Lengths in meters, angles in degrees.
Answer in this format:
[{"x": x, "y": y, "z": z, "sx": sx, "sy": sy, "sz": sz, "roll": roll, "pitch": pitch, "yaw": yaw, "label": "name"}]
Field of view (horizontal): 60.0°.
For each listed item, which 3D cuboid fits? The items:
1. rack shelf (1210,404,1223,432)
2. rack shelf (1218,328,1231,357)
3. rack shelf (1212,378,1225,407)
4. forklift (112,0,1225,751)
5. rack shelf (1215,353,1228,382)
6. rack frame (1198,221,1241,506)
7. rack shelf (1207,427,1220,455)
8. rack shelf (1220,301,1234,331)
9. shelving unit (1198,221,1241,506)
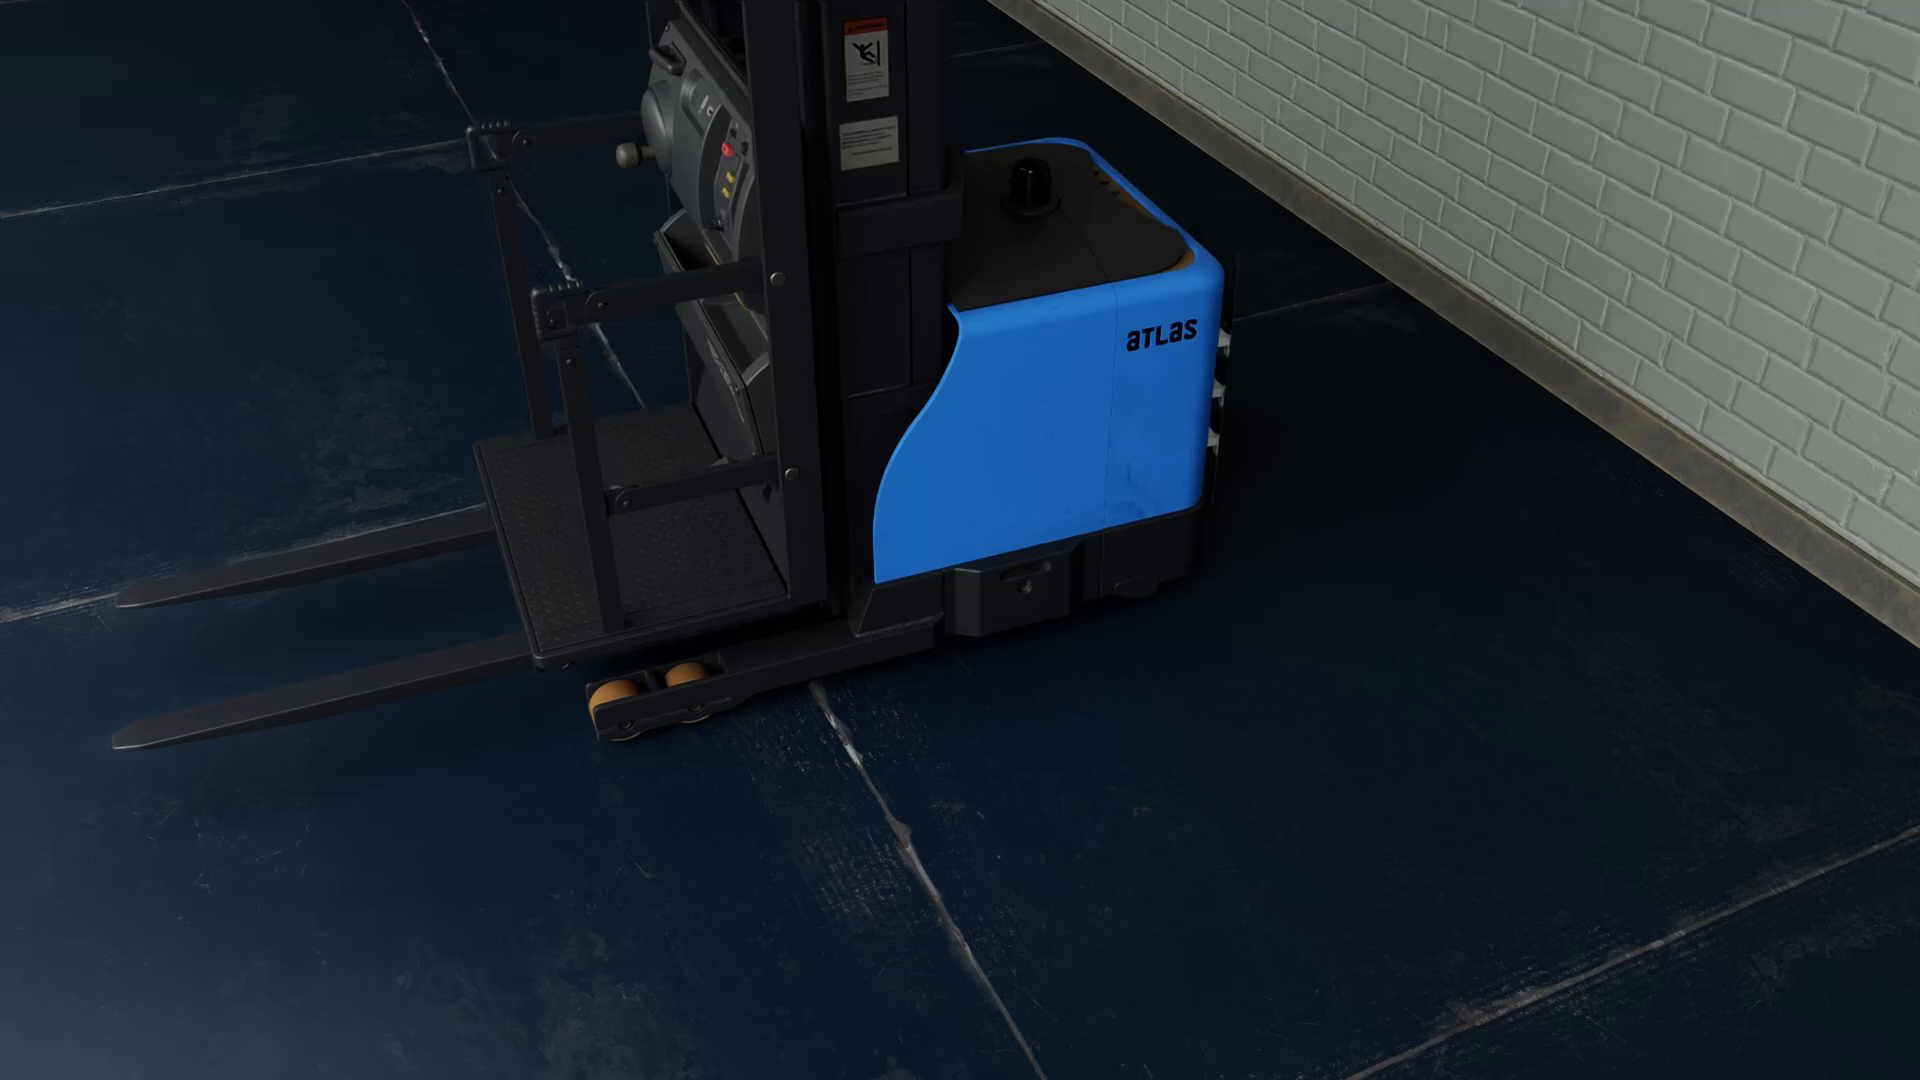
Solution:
[{"x": 0.680, "y": -0.419, "z": 5.266, "sx": 0.200, "sy": 0.077, "sz": 0.258, "roll": -13, "pitch": 39, "yaw": -17, "label": "rack shelf"}, {"x": 0.680, "y": -0.636, "z": 5.106, "sx": 0.200, "sy": 0.077, "sz": 0.258, "roll": -13, "pitch": 39, "yaw": -17, "label": "rack shelf"}, {"x": 0.680, "y": -0.491, "z": 5.213, "sx": 0.200, "sy": 0.077, "sz": 0.258, "roll": -13, "pitch": 39, "yaw": -17, "label": "rack shelf"}, {"x": -0.840, "y": -0.990, "z": 4.124, "sx": 3.031, "sy": 2.935, "sz": 1.130, "roll": -13, "pitch": 39, "yaw": -17, "label": "forklift"}, {"x": 0.680, "y": -0.563, "z": 5.159, "sx": 0.200, "sy": 0.077, "sz": 0.258, "roll": -13, "pitch": 39, "yaw": -17, "label": "rack shelf"}, {"x": 0.774, "y": -0.540, "z": 5.223, "sx": 0.006, "sy": 0.900, "sz": 0.240, "roll": -13, "pitch": 39, "yaw": -17, "label": "rack frame"}, {"x": 0.680, "y": -0.347, "z": 5.320, "sx": 0.200, "sy": 0.077, "sz": 0.258, "roll": -13, "pitch": 39, "yaw": -17, "label": "rack shelf"}, {"x": 0.680, "y": -0.708, "z": 5.052, "sx": 0.200, "sy": 0.077, "sz": 0.258, "roll": -13, "pitch": 39, "yaw": -17, "label": "rack shelf"}, {"x": 0.680, "y": -0.518, "z": 5.193, "sx": 0.210, "sy": 0.900, "sz": 0.258, "roll": -13, "pitch": 39, "yaw": -17, "label": "shelving unit"}]
